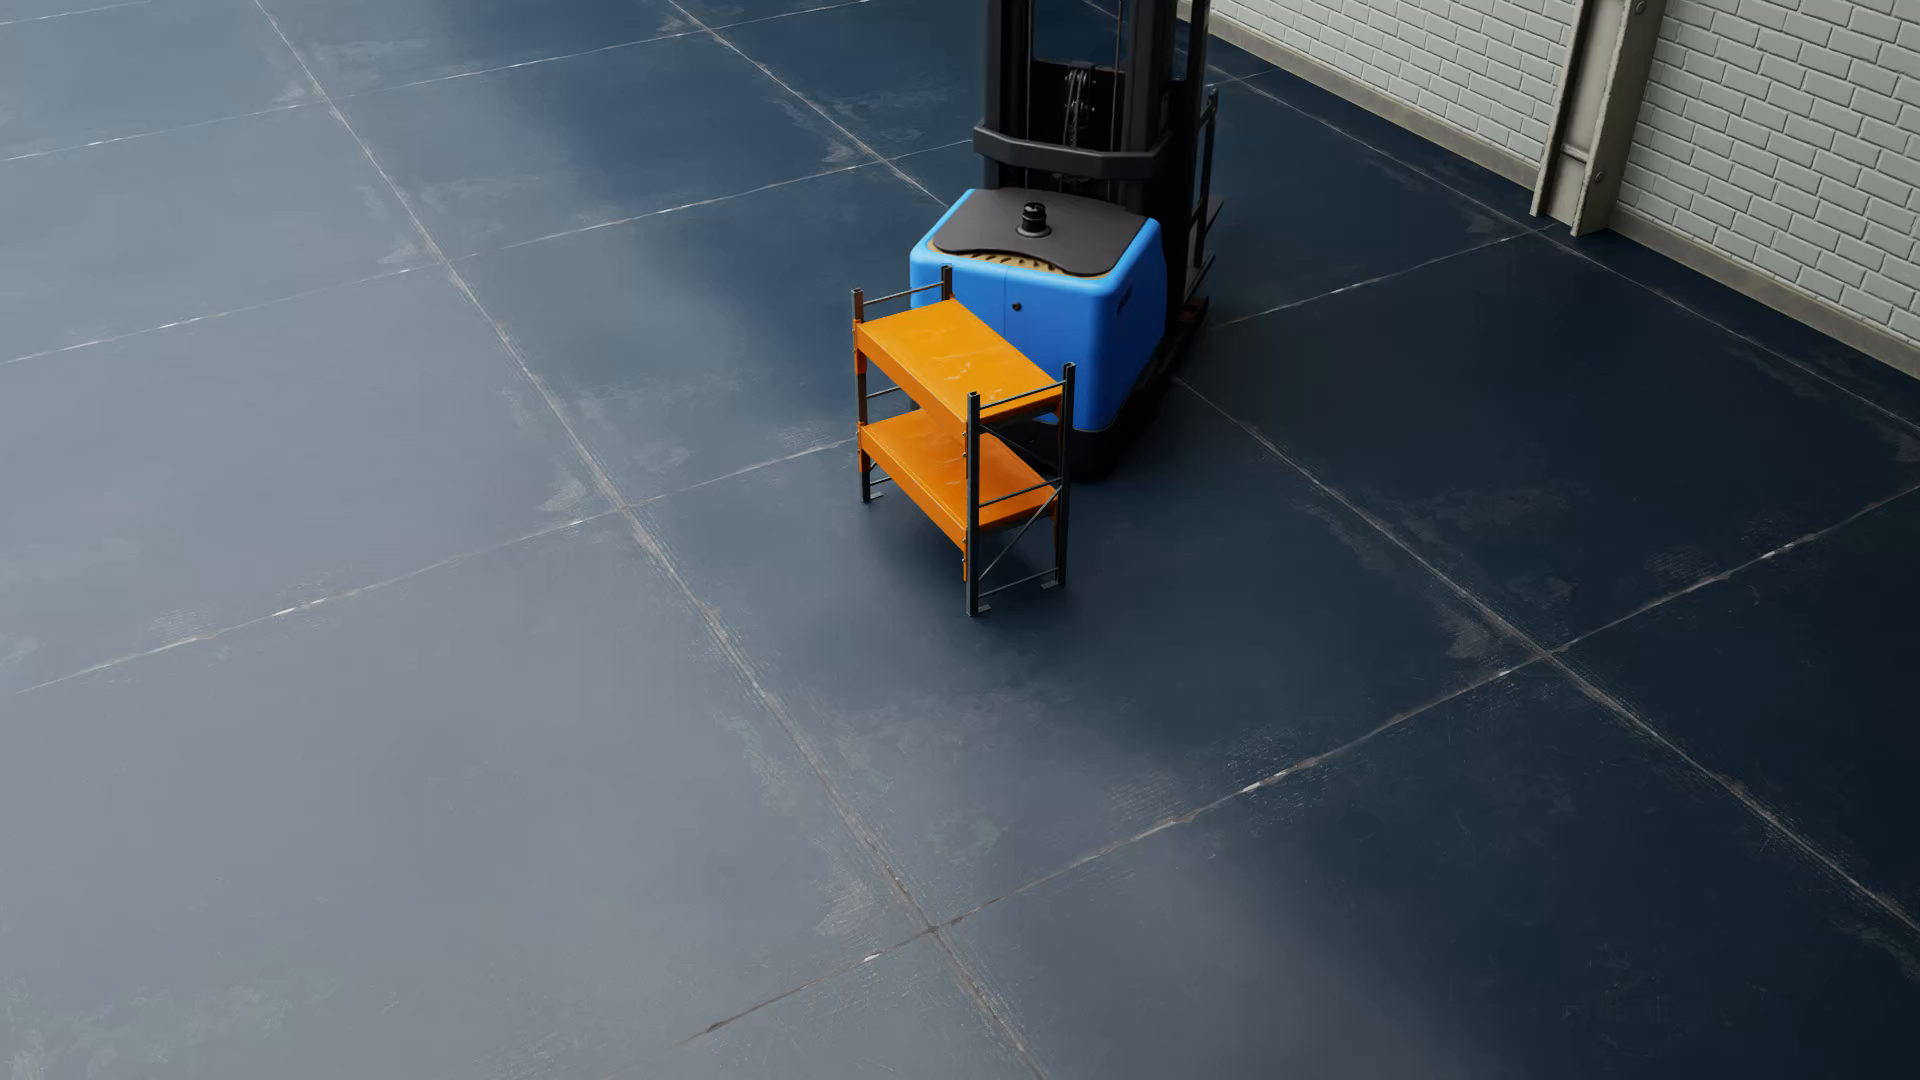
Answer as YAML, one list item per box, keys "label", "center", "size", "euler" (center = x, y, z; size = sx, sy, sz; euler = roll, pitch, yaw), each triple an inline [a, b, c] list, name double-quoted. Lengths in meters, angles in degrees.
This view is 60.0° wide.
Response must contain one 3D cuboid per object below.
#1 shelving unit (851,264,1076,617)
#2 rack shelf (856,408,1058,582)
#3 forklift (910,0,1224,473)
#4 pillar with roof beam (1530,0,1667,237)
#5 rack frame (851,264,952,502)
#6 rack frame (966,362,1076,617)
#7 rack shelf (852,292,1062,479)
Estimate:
- label: "shelving unit"
  center: [-0.003, -0.458, 7.423]
  size: [0.538, 1.125, 1.048]
  euler: [-19, 40, -24]
- label: "rack shelf"
  center: [-0.003, -0.260, 7.567]
  size: [0.538, 0.278, 1.000]
  euler: [-19, 40, -24]
- label: "forklift"
  center: [0.761, -2.373, 8.514]
  size: [1.130, 2.935, 3.031]
  euler: [13, 38, 17]
- label: "pillar with roof beam"
  center: [0.138, -4.386, 6.126]
  size: [9.100, 9.000, 0.400]
  euler: [-19, 40, -24]
- label: "rack frame"
  center: [-0.259, -0.717, 7.778]
  size: [0.500, 1.125, 0.032]
  euler: [-19, 40, -24]
- label: "rack frame"
  center: [0.252, -0.198, 7.068]
  size: [0.500, 1.125, 0.032]
  euler: [-19, 40, -24]
- label: "rack shelf"
  center: [-0.003, -0.694, 7.250]
  size: [0.538, 0.278, 1.000]
  euler: [-19, 40, -24]
